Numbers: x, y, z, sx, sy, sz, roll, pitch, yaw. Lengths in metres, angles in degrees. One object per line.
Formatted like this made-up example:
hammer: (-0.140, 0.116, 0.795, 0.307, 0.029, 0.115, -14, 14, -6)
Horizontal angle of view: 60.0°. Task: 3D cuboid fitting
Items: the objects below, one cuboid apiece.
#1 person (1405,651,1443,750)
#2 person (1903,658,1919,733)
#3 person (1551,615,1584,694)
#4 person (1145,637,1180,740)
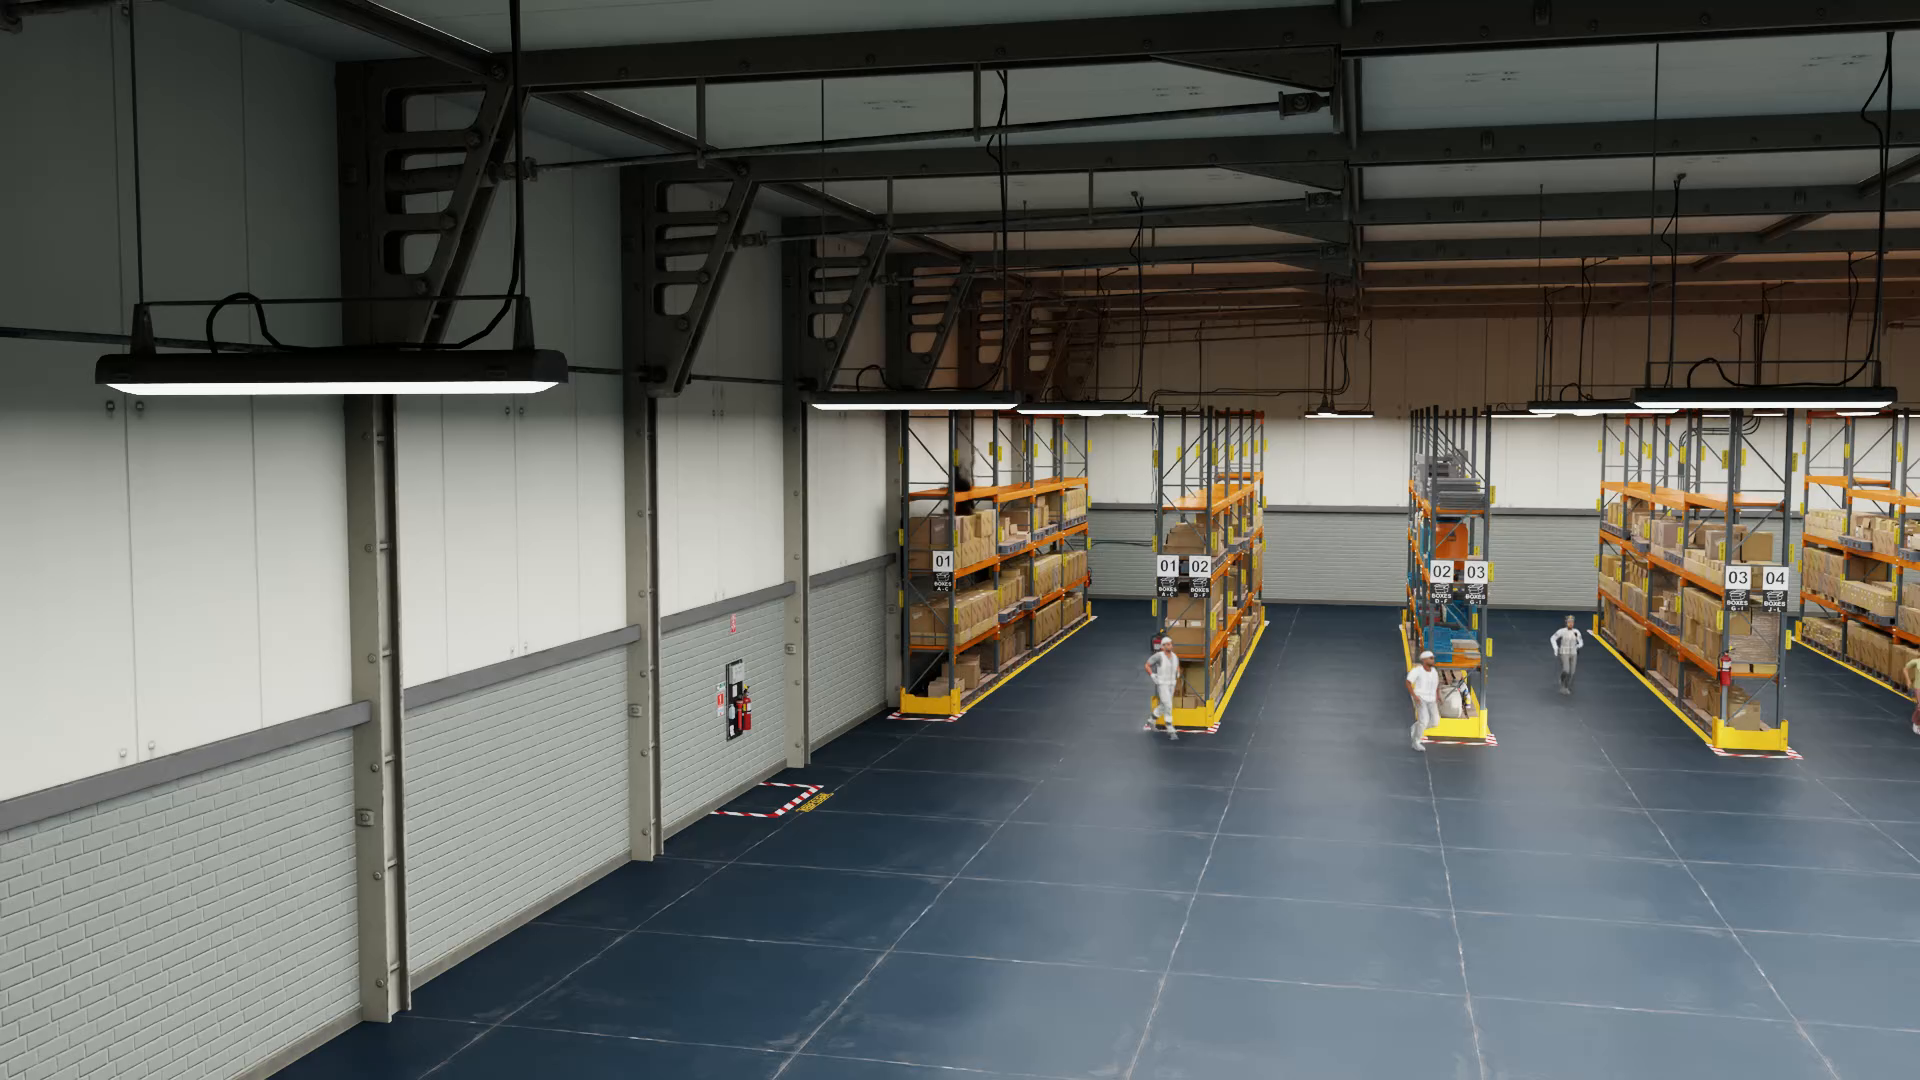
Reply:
person: (8.134, 2.796, 29.078, 0.756, 1.687, 0.548, -2, 5, -26)
person: (17.522, 2.721, 30.221, 0.560, 1.635, 0.613, 1, 4, 10)
person: (12.674, 2.397, 34.620, 0.593, 1.655, 0.616, 0, 4, 2)
person: (3.737, 2.669, 30.143, 0.704, 1.832, 0.867, -3, 5, -35)
